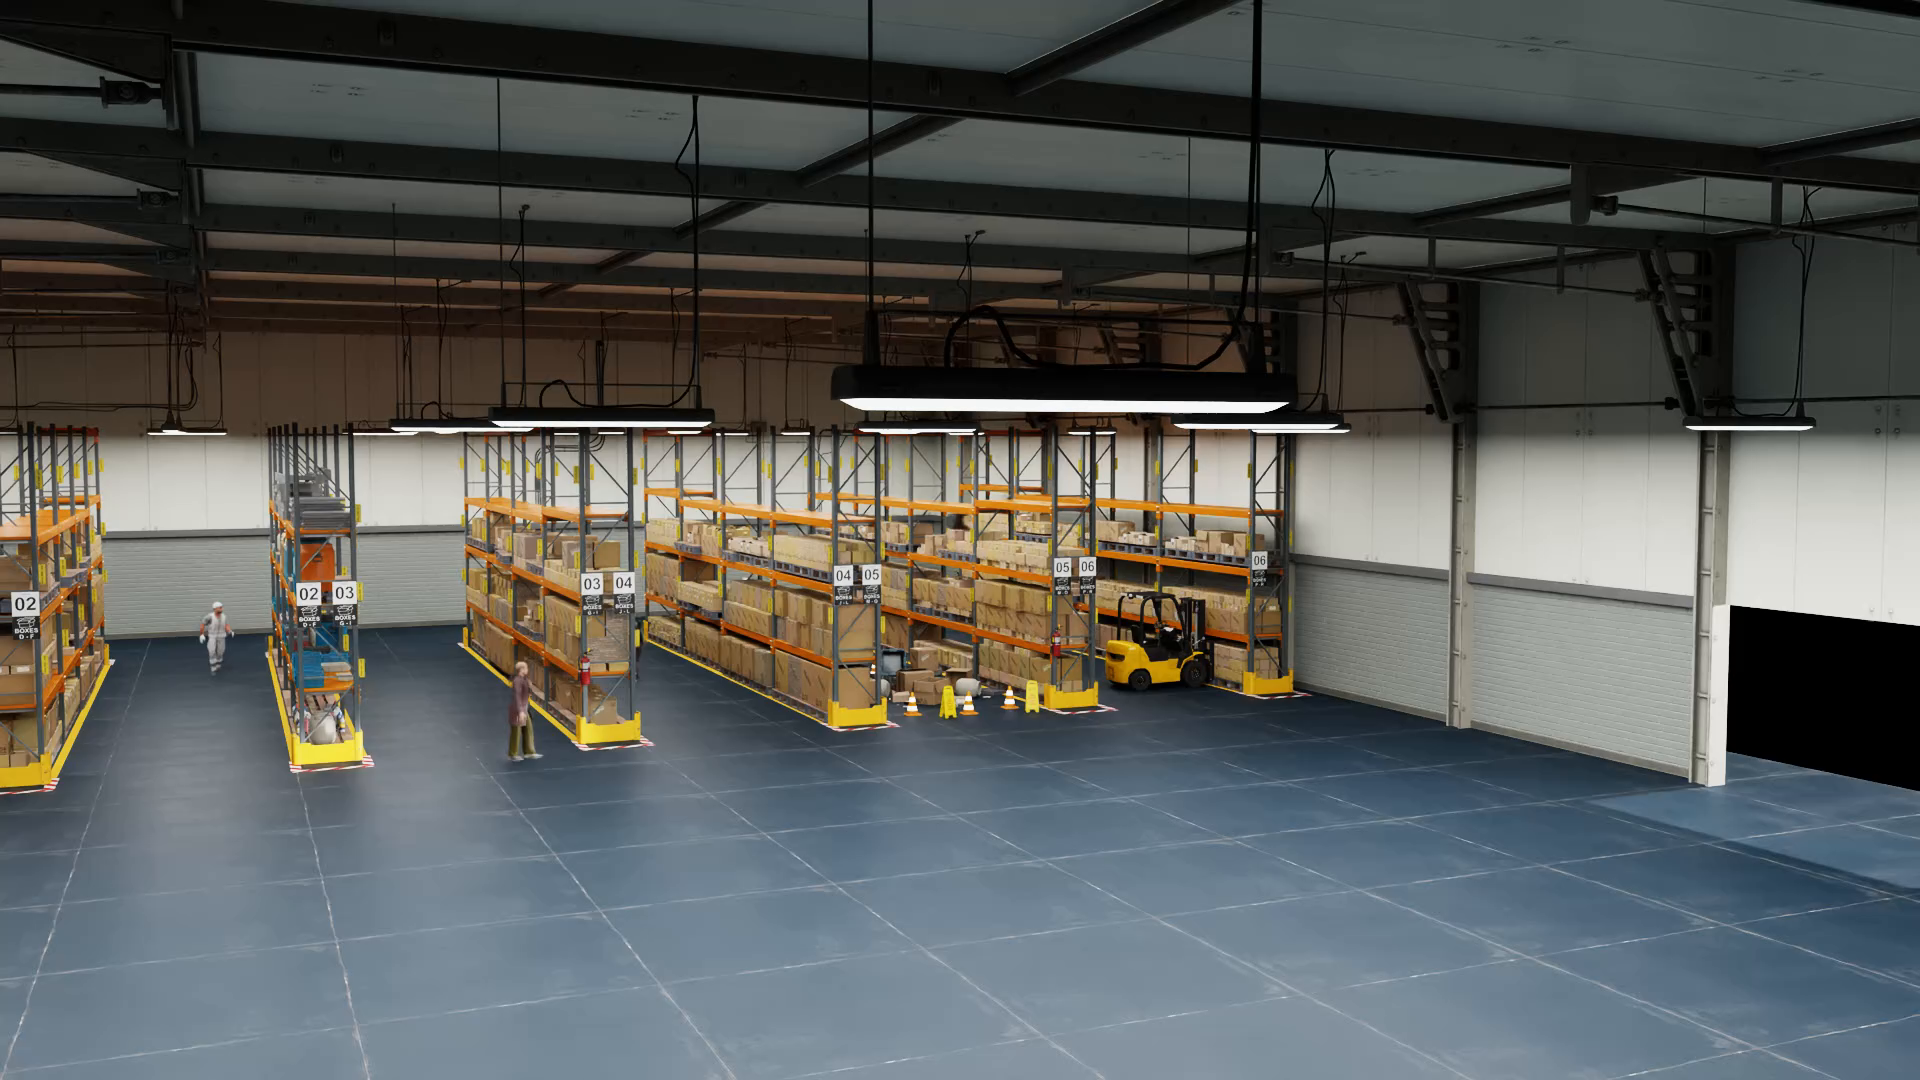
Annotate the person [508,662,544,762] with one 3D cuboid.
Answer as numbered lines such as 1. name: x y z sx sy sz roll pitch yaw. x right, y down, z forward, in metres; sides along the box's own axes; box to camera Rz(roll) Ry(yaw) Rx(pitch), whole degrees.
1. person: -7.756 3.046 29.488 0.584 1.783 0.687 0 3 2

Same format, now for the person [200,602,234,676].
1. person: -18.094 2.411 40.509 0.768 1.812 0.877 -2 4 -23

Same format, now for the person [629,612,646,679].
1. person: -7.804 2.552 39.681 0.632 1.502 0.956 -2 4 -34

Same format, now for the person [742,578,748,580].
1. person: -6.143 1.971 47.121 0.484 1.790 0.595 -2 4 -28
